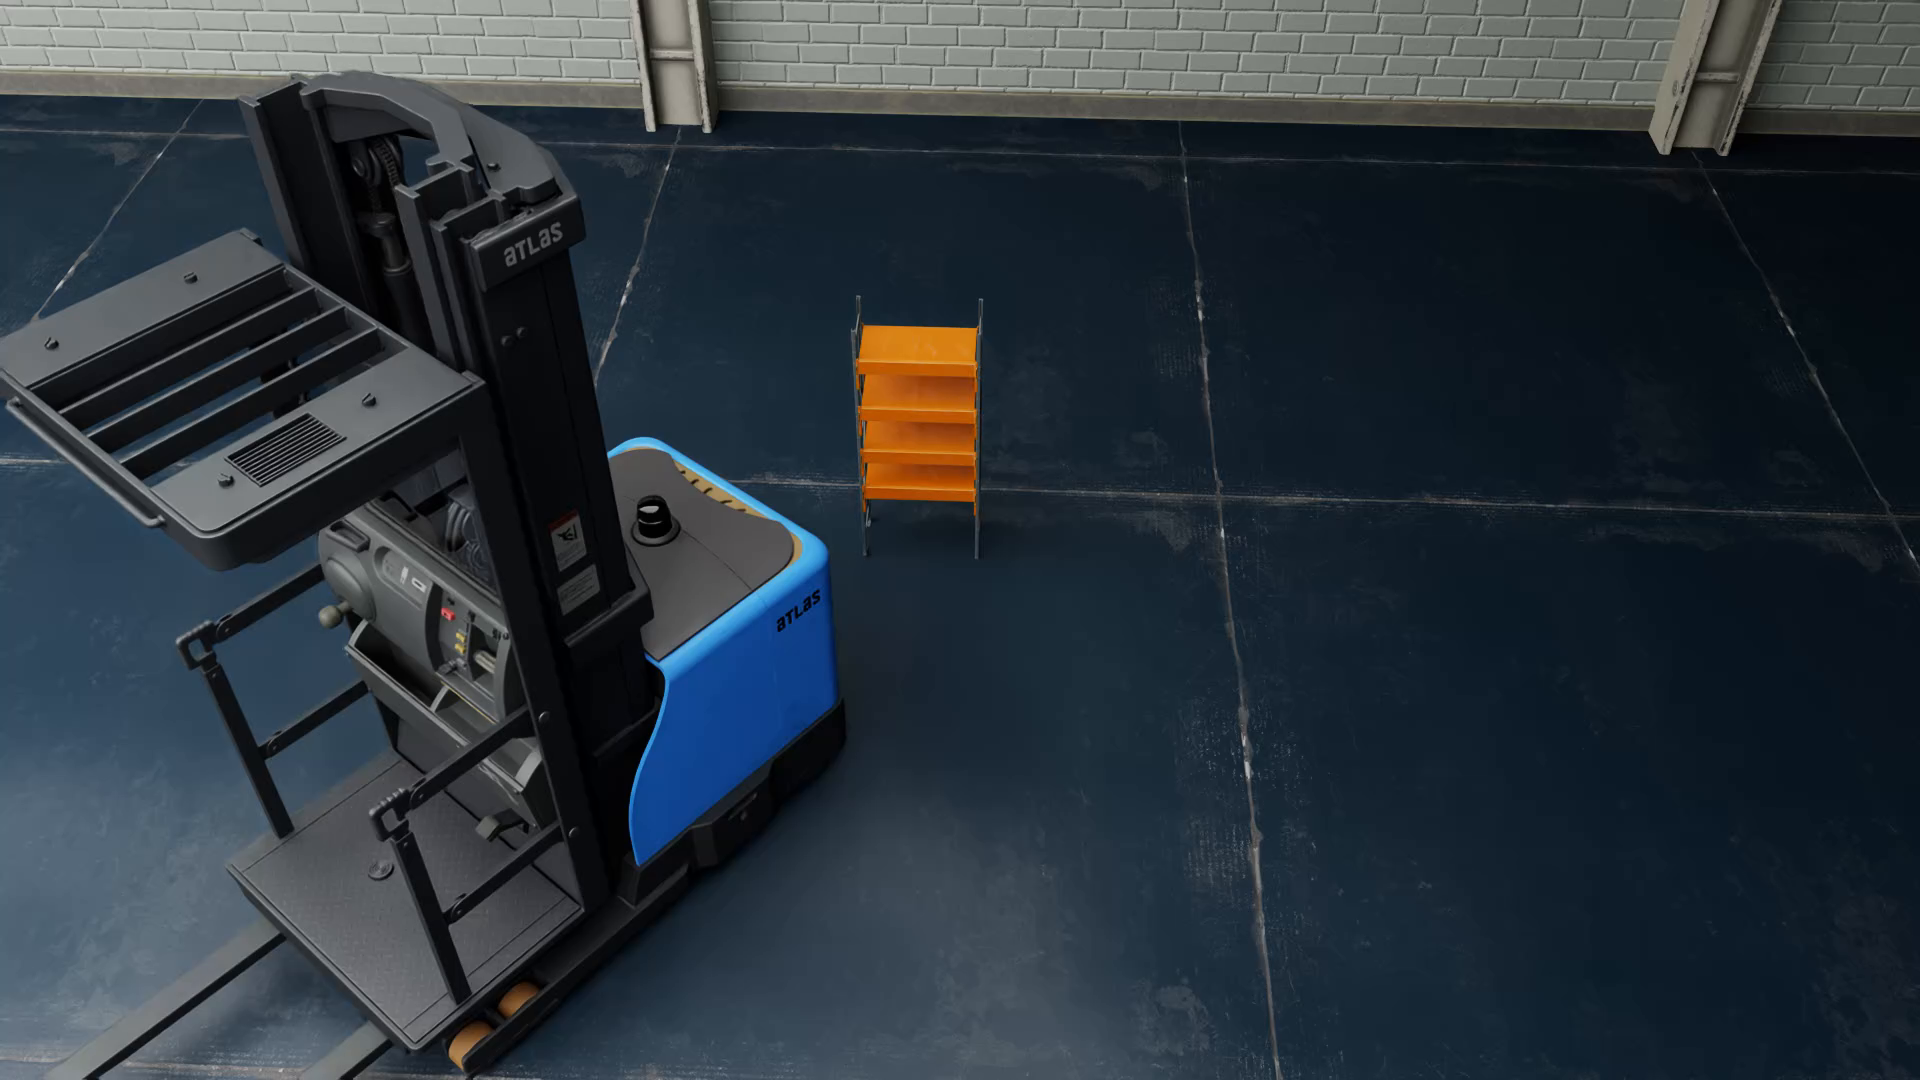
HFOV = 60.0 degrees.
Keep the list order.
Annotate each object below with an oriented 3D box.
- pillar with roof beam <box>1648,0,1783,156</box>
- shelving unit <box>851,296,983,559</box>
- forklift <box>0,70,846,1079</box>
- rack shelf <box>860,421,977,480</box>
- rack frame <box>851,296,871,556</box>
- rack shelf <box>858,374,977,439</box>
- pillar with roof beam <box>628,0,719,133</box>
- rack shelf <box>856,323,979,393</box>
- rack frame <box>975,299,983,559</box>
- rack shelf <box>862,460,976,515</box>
[{"bbox_3d":[4.126,-2.726,3.660,0.400,9.000,9.100,2,43,2],"label":"pillar with roof beam"},{"bbox_3d":[-0.165,-0.444,6.932,0.503,1.200,0.258,2,43,2],"label":"shelving unit"},{"bbox_3d":[-1.779,0.279,4.886,1.130,2.935,3.031,30,51,28],"label":"forklift"},{"bbox_3d":[-0.165,-0.395,6.978,0.480,0.148,0.258,2,43,2],"label":"rack shelf"},{"bbox_3d":[-0.409,-0.452,6.940,0.015,1.200,0.240,2,43,2],"label":"rack frame"},{"bbox_3d":[-0.165,-0.559,6.825,0.480,0.148,0.258,2,43,2],"label":"rack shelf"},{"bbox_3d":[-1.868,-2.911,3.858,0.400,9.000,9.100,2,43,2],"label":"pillar with roof beam"},{"bbox_3d":[-0.165,-0.732,6.664,0.480,0.148,0.258,2,43,2],"label":"rack shelf"},{"bbox_3d":[0.078,-0.437,6.924,0.015,1.200,0.240,2,43,2],"label":"rack frame"},{"bbox_3d":[-0.165,-0.250,7.113,0.480,0.148,0.258,2,43,2],"label":"rack shelf"}]
